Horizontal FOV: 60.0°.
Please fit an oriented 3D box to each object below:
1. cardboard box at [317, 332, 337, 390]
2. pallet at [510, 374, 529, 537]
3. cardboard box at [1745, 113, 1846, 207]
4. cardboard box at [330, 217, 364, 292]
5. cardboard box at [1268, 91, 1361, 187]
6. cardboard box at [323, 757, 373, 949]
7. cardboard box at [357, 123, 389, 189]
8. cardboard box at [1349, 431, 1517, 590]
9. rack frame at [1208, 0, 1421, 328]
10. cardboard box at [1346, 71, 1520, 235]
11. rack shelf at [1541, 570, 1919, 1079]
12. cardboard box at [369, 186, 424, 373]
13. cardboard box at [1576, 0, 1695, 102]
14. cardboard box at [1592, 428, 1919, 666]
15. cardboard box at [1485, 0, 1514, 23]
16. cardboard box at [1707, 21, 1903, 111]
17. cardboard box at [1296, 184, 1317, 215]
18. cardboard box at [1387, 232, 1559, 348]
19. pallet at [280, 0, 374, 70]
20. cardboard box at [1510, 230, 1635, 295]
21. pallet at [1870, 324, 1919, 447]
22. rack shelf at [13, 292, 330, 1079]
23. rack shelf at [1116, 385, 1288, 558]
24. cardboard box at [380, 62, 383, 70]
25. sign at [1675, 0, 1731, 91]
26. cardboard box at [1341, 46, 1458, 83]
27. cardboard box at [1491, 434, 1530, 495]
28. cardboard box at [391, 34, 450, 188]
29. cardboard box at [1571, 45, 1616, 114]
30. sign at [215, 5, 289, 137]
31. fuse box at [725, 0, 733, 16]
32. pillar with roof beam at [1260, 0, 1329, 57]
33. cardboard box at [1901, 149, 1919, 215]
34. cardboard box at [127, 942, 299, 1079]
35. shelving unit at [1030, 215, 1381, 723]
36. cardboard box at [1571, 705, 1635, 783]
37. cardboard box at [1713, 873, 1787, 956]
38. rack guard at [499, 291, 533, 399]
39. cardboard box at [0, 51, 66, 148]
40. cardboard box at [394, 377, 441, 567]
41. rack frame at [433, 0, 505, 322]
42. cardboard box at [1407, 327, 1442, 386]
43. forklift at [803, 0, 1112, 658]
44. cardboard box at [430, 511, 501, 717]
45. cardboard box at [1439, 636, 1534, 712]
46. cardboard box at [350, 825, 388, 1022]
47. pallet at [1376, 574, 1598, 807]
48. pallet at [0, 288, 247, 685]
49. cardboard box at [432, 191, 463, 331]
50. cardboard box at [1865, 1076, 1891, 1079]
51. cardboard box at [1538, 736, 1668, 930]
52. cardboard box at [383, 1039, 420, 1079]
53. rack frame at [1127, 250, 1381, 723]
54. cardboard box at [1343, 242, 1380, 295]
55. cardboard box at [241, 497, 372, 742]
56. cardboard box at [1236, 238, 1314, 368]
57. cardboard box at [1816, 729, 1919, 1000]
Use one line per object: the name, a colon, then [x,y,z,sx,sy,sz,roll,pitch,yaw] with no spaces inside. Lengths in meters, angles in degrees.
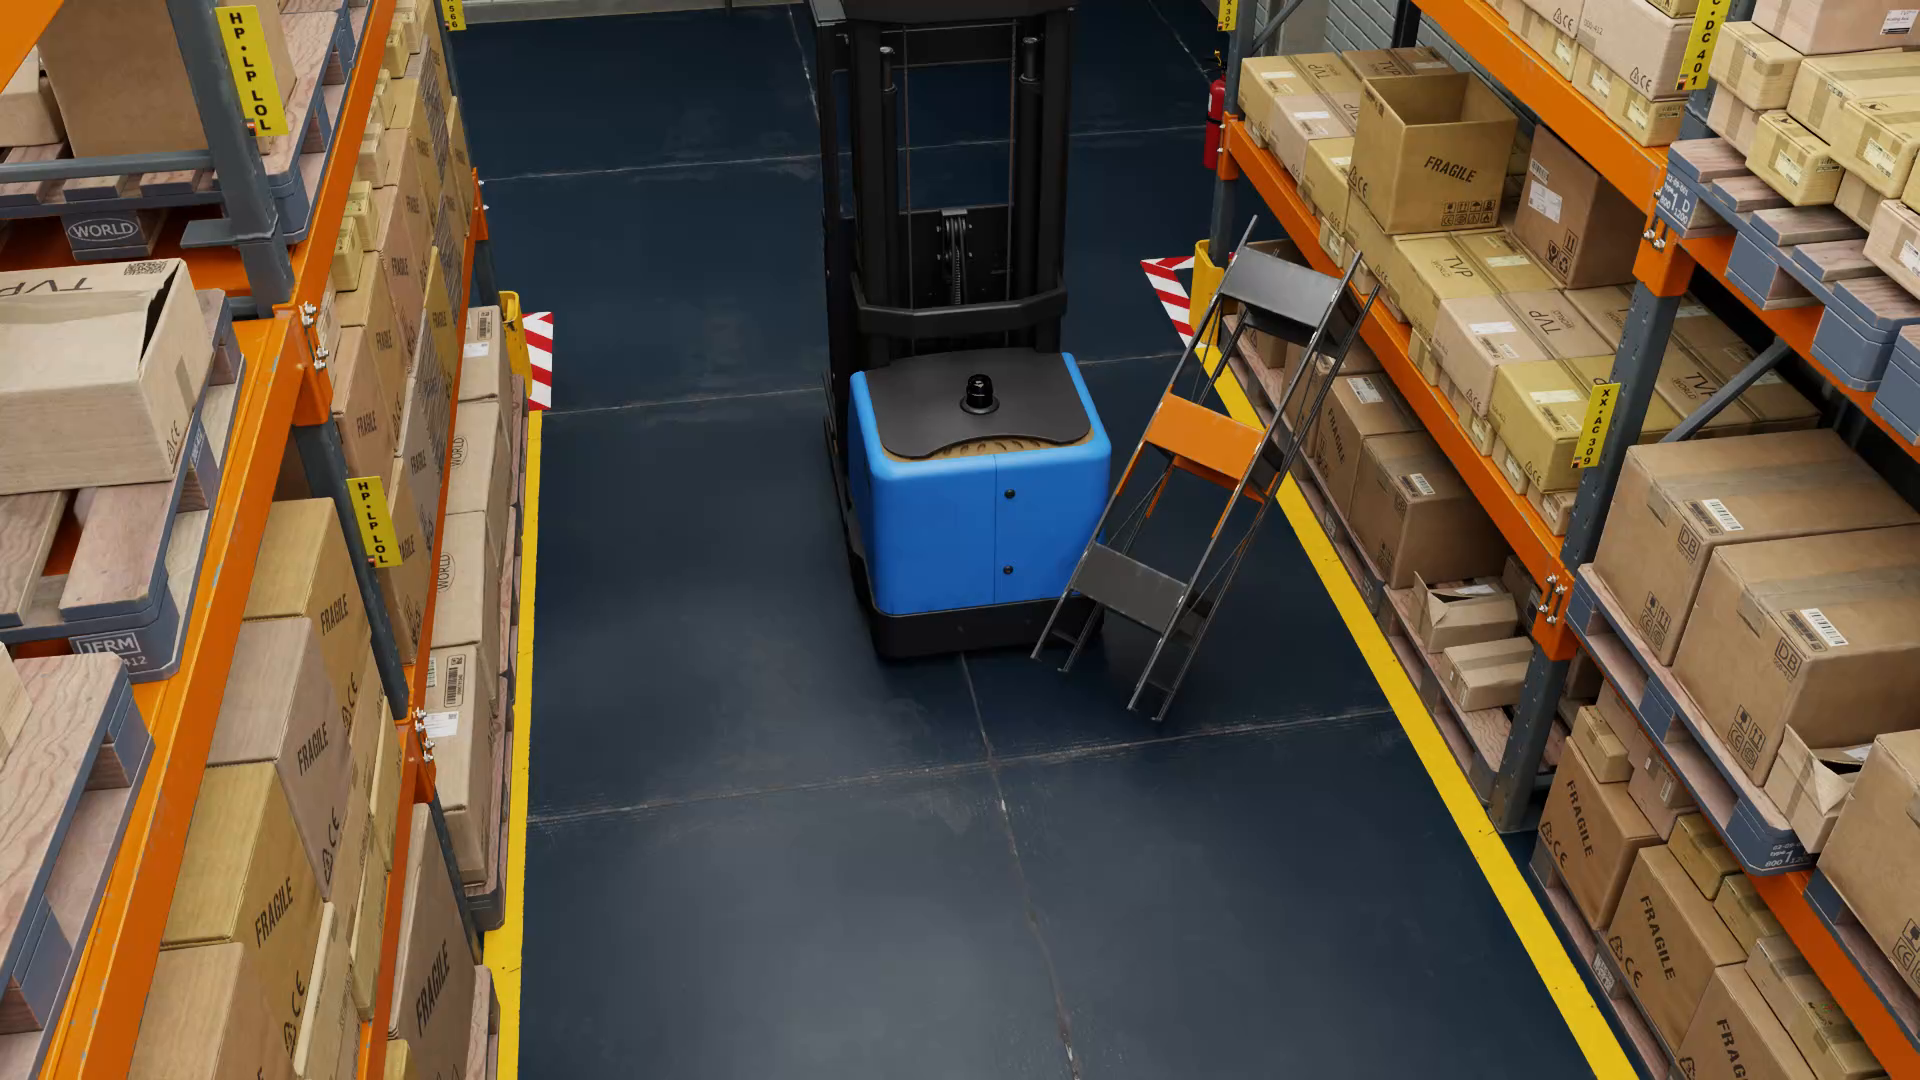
cardboard box: [-2.055,-0.468,4.883,0.380,0.149,0.250,-7,38,-9]
pallet: [-2.740,-0.400,8.492,1.003,0.211,1.213,-6,38,-8]
cardboard box: [2.303,-1.003,4.332,0.380,0.149,0.250,-6,38,-7]
cardboard box: [-2.186,-0.928,5.474,0.380,0.149,0.250,-6,38,-8]
cardboard box: [1.832,-1.962,8.110,0.500,0.250,0.500,-6,38,-7]
cardboard box: [-1.844,0.844,4.334,0.500,0.250,0.500,-5,38,-7]
cardboard box: [-2.304,-1.390,6.069,0.380,0.149,0.250,-6,38,-8]
cardboard box: [2.237,-0.163,7.610,0.700,0.500,0.500,-8,38,-10]
rack frame: [1.929,-2.511,8.938,1.000,3.000,0.127,-6,38,-8]
cardboard box: [2.007,-1.657,7.106,0.500,0.500,0.500,-5,38,-7]
rack shelf: [2.981,1.397,4.494,1.077,0.370,4.000,-6,38,-8]
cardboard box: [-2.262,-0.924,5.997,0.500,0.500,0.500,-6,38,-7]
cardboard box: [2.299,-1.603,5.203,0.500,0.250,0.500,-6,38,-8]
cardboard box: [2.495,0.015,5.261,0.700,0.500,0.500,-5,38,-7]
cardboard box: [2.142,-1.991,6.027,0.380,0.149,0.250,-5,38,-6]
cardboard box: [2.251,-1.276,4.441,0.380,0.149,0.250,-5,38,-7]
cardboard box: [1.871,-1.721,8.125,0.380,0.149,0.250,-5,38,-7]
cardboard box: [2.124,-1.039,6.922,0.500,0.250,0.500,-6,38,-8]
pallet: [-2.599,-1.939,5.829,1.003,0.211,1.213,-6,38,-8]
cardboard box: [2.626,-1.096,6.995,0.500,0.250,0.500,-5,38,-7]
pallet: [2.861,-0.178,3.643,1.213,0.211,1.003,-6,38,-8]
rack shelf: [-1.905,0.748,2.883,1.077,0.370,4.000,-6,38,-8]
rack shelf: [1.046,-0.284,7.069,0.480,0.431,0.518,26,89,29]
cardboard box: [-2.521,-1.851,6.662,0.380,0.149,0.250,-7,38,-8]
sign: [2.098,-1.421,4.668,0.100,0.325,0.005,-6,38,-8]
cardboard box: [2.271,-2.320,8.572,0.500,0.250,0.500,-5,38,-7]
cardboard box: [2.259,-0.317,6.317,0.380,0.149,0.250,-5,38,-7]
cardboard box: [-2.517,-1.832,7.166,0.500,0.500,0.500,-6,38,-8]
cardboard box: [2.237,-1.514,5.414,0.380,0.149,0.250,-6,38,-8]
sign: [-1.723,-1.137,4.045,0.100,0.325,0.005,-6,38,-8]
fuse box: [-1.875,-5.008,13.201,0.539,1.711,0.414,-6,38,-8]
pillar with roof beam: [-1.894,-6.143,8.722,9.100,9.000,0.400,-6,38,-8]
cardboard box: [2.442,-0.812,3.844,0.380,0.149,0.250,-7,38,-9]
cardboard box: [-1.657,1.180,3.289,0.500,0.500,0.500,-6,38,-7]
shelving unit: [1.052,-0.297,7.069,0.503,0.431,2.100,26,89,29]
cardboard box: [2.432,0.715,5.951,0.380,0.149,0.250,-5,38,-6]
cardboard box: [2.674,1.192,5.337,0.380,0.149,0.250,-7,38,-9]
rack guard: [-2.961,-1.003,9.033,1.175,0.500,0.348,-6,38,-8]
cardboard box: [-2.683,-1.247,4.551,0.396,0.266,0.258,-5,38,-6]
cardboard box: [-2.164,-0.215,5.900,0.500,0.500,0.500,-6,38,-8]
rack frame: [-2.957,-1.975,8.248,1.000,3.000,0.127,-6,38,-8]
cardboard box: [2.098,-0.784,6.918,0.380,0.149,0.250,-7,38,-9]
forklift: [-0.108,-1.538,7.741,1.130,2.935,3.031,-6,38,-8]
cardboard box: [-2.418,0.355,6.994,0.875,0.438,0.875,-7,38,-9]
cardboard box: [2.244,0.560,6.966,0.380,0.149,0.250,-7,38,-9]
cardboard box: [-1.841,1.052,4.474,0.500,0.250,0.500,-7,38,-9]
pallet: [2.511,0.591,7.217,1.003,0.211,1.213,-6,38,-8]
pallet: [-2.046,-0.120,3.570,0.805,0.209,1.217,-8,39,-10]
cardboard box: [-2.439,-1.138,7.088,0.500,0.500,0.500,-5,38,-7]
cardboard box: [2.798,1.657,4.739,0.380,0.149,0.250,-6,38,-8]
cardboard box: [2.494,1.042,6.059,0.500,0.500,0.500,-5,38,-6]
cardboard box: [-1.902,2.025,4.489,0.875,0.875,0.875,-5,38,-7]
rack frame: [1.244,-0.202,6.951,0.015,0.400,2.100,26,89,29]
cardboard box: [1.960,-1.244,7.511,0.380,0.149,0.250,-5,38,-7]
cardboard box: [-1.930,0.249,4.488,0.500,0.500,0.500,-5,38,-6]
cardboard box: [1.943,-1.312,9.086,0.797,0.503,0.637,-8,38,-10]
cardboard box: [2.724,0.802,4.248,0.700,0.500,0.500,-6,38,-8]
